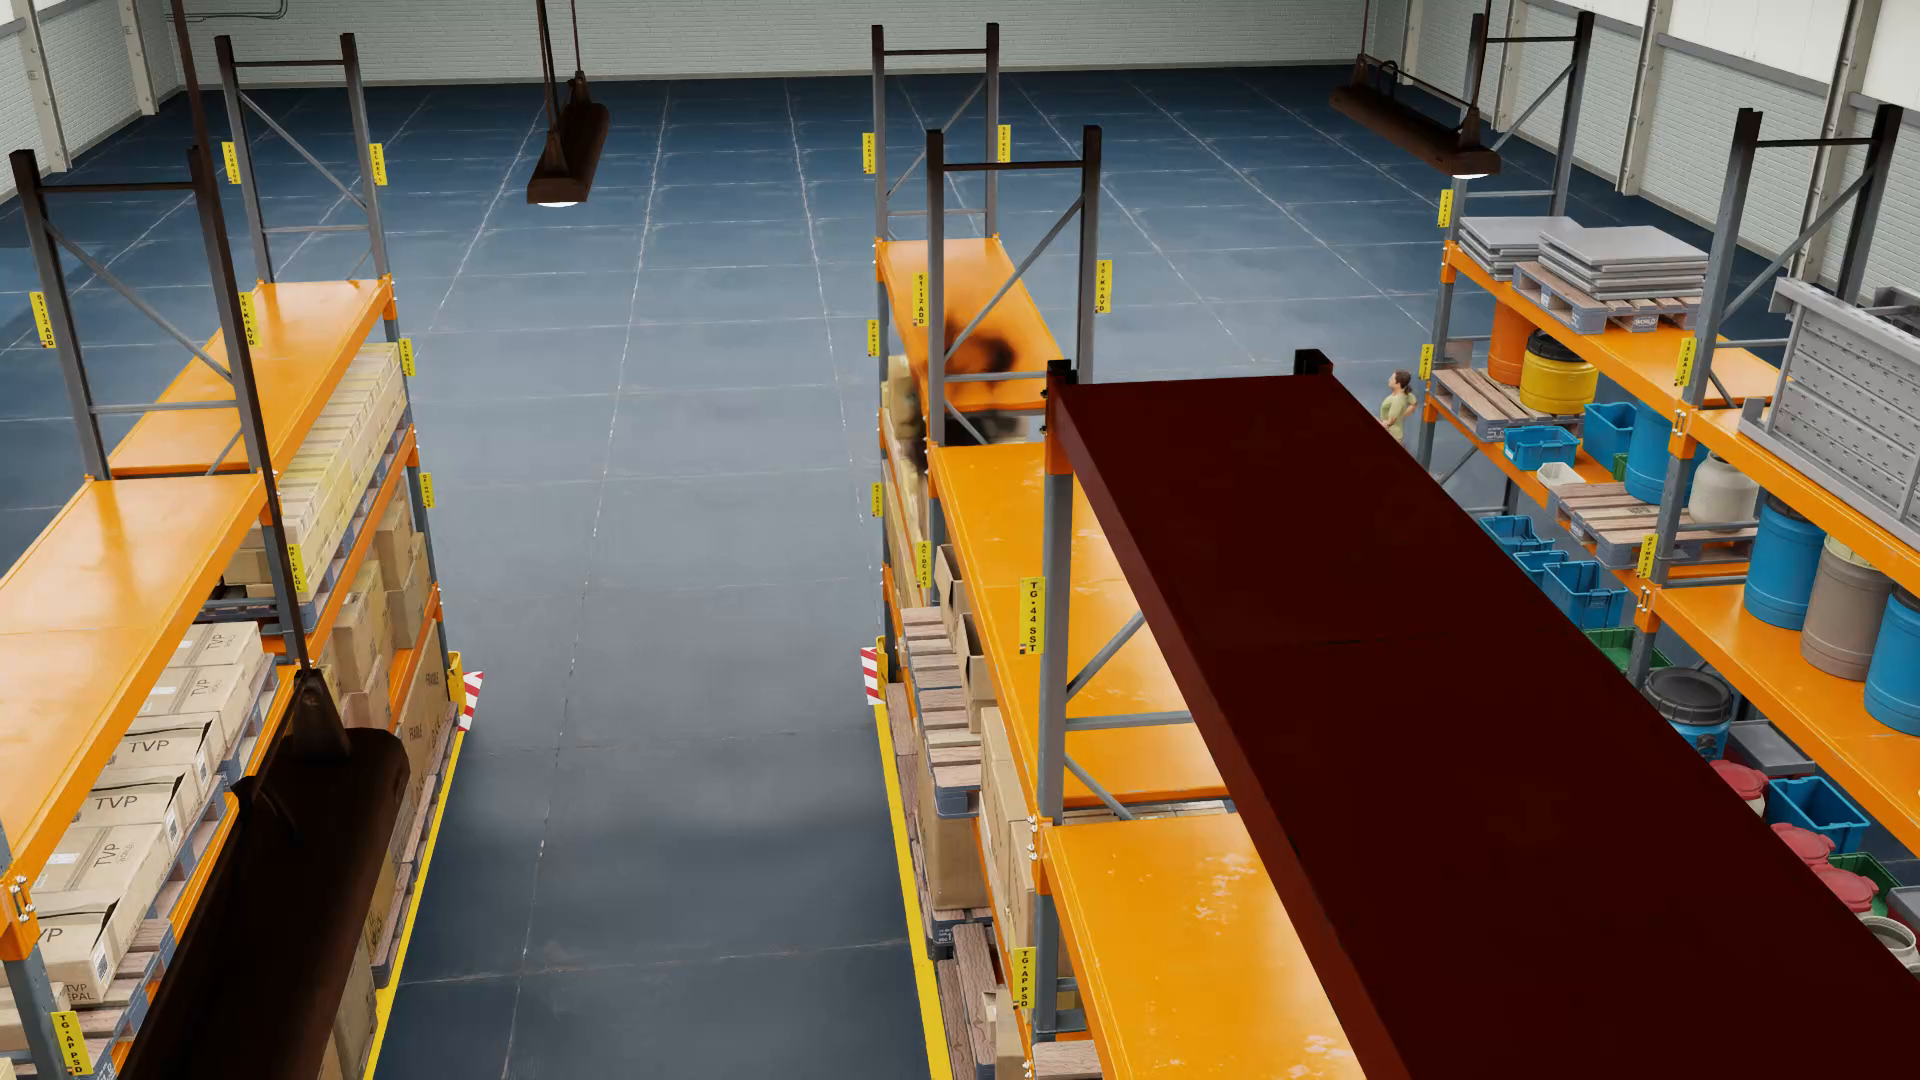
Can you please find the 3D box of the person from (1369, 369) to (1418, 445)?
[{"bbox_3d":[4.914,-1.184,19.043,0.632,1.638,0.561,7,26,14],"label":"person"}]
